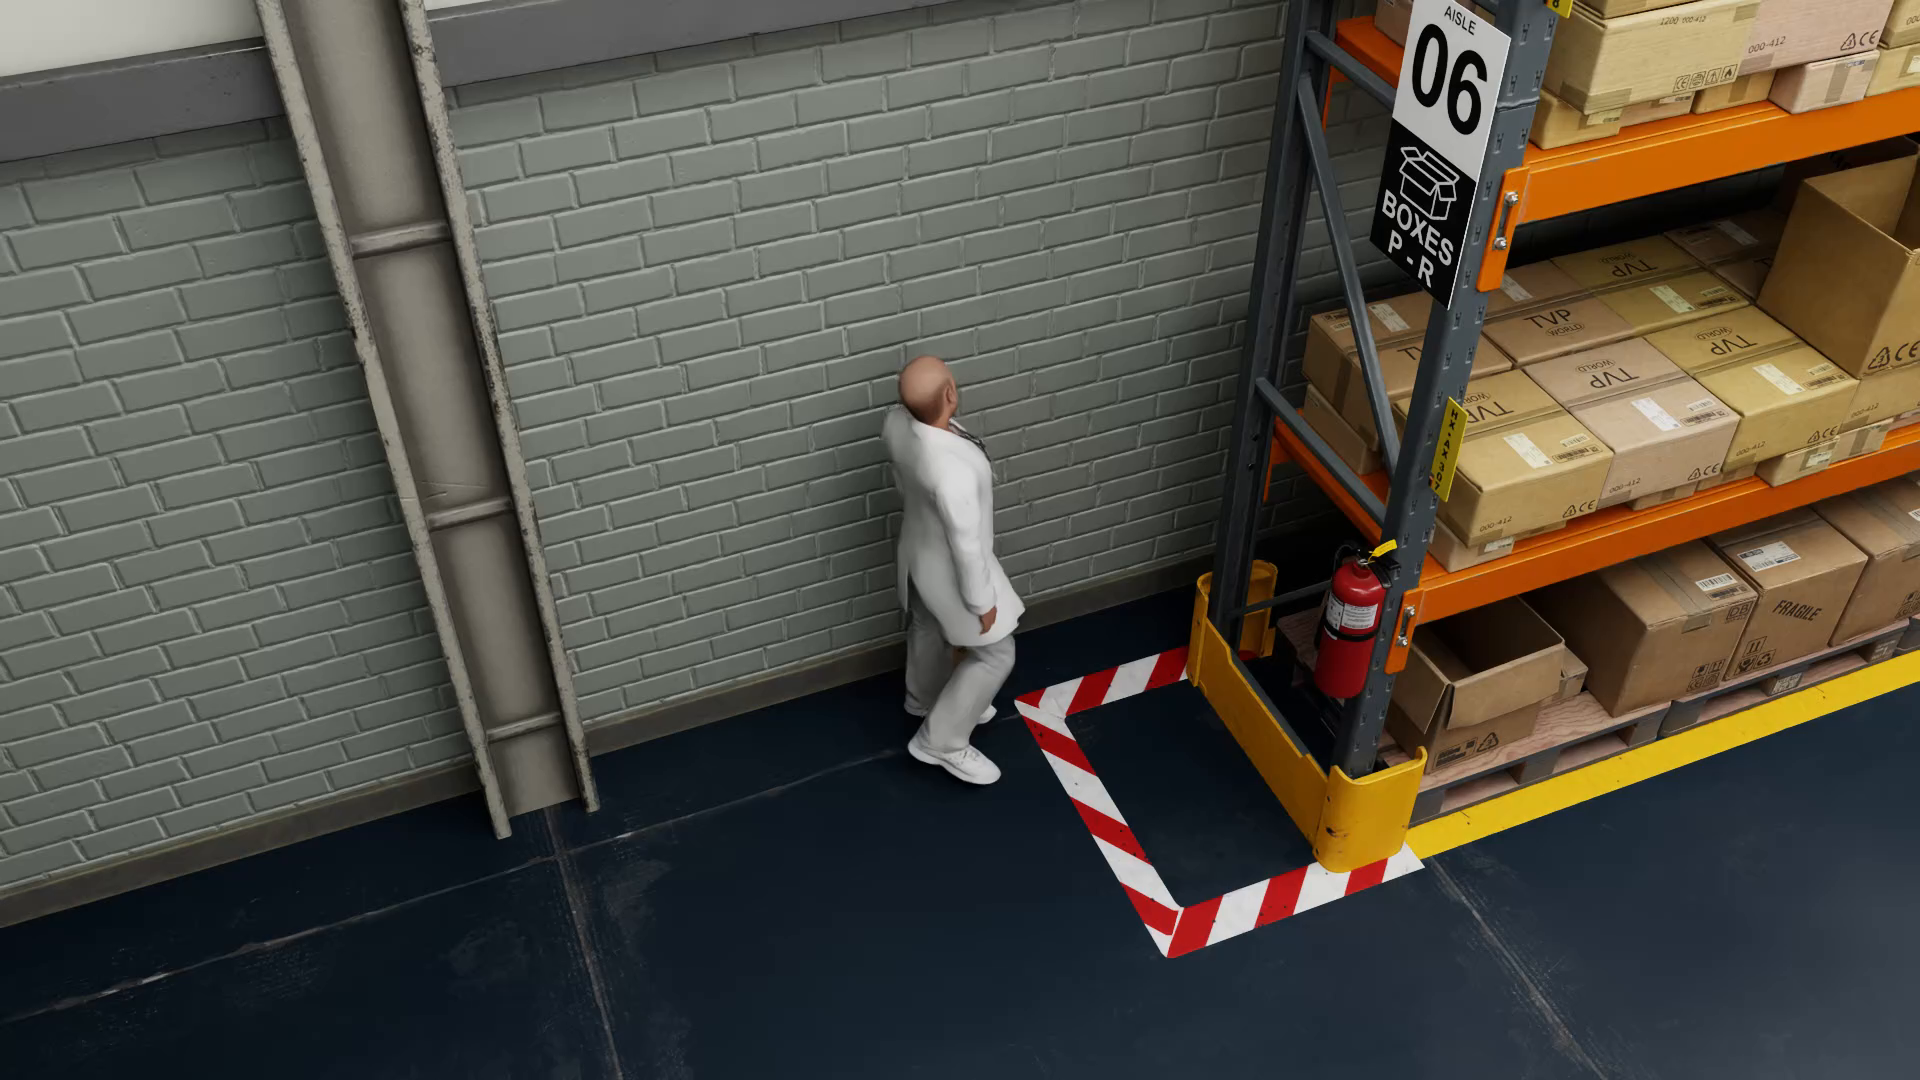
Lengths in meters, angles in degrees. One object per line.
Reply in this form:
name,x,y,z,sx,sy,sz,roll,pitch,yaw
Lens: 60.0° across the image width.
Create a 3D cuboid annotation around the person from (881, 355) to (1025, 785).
person,-0.036,0.101,6.041,0.469,1.769,0.675,-16,44,-17
